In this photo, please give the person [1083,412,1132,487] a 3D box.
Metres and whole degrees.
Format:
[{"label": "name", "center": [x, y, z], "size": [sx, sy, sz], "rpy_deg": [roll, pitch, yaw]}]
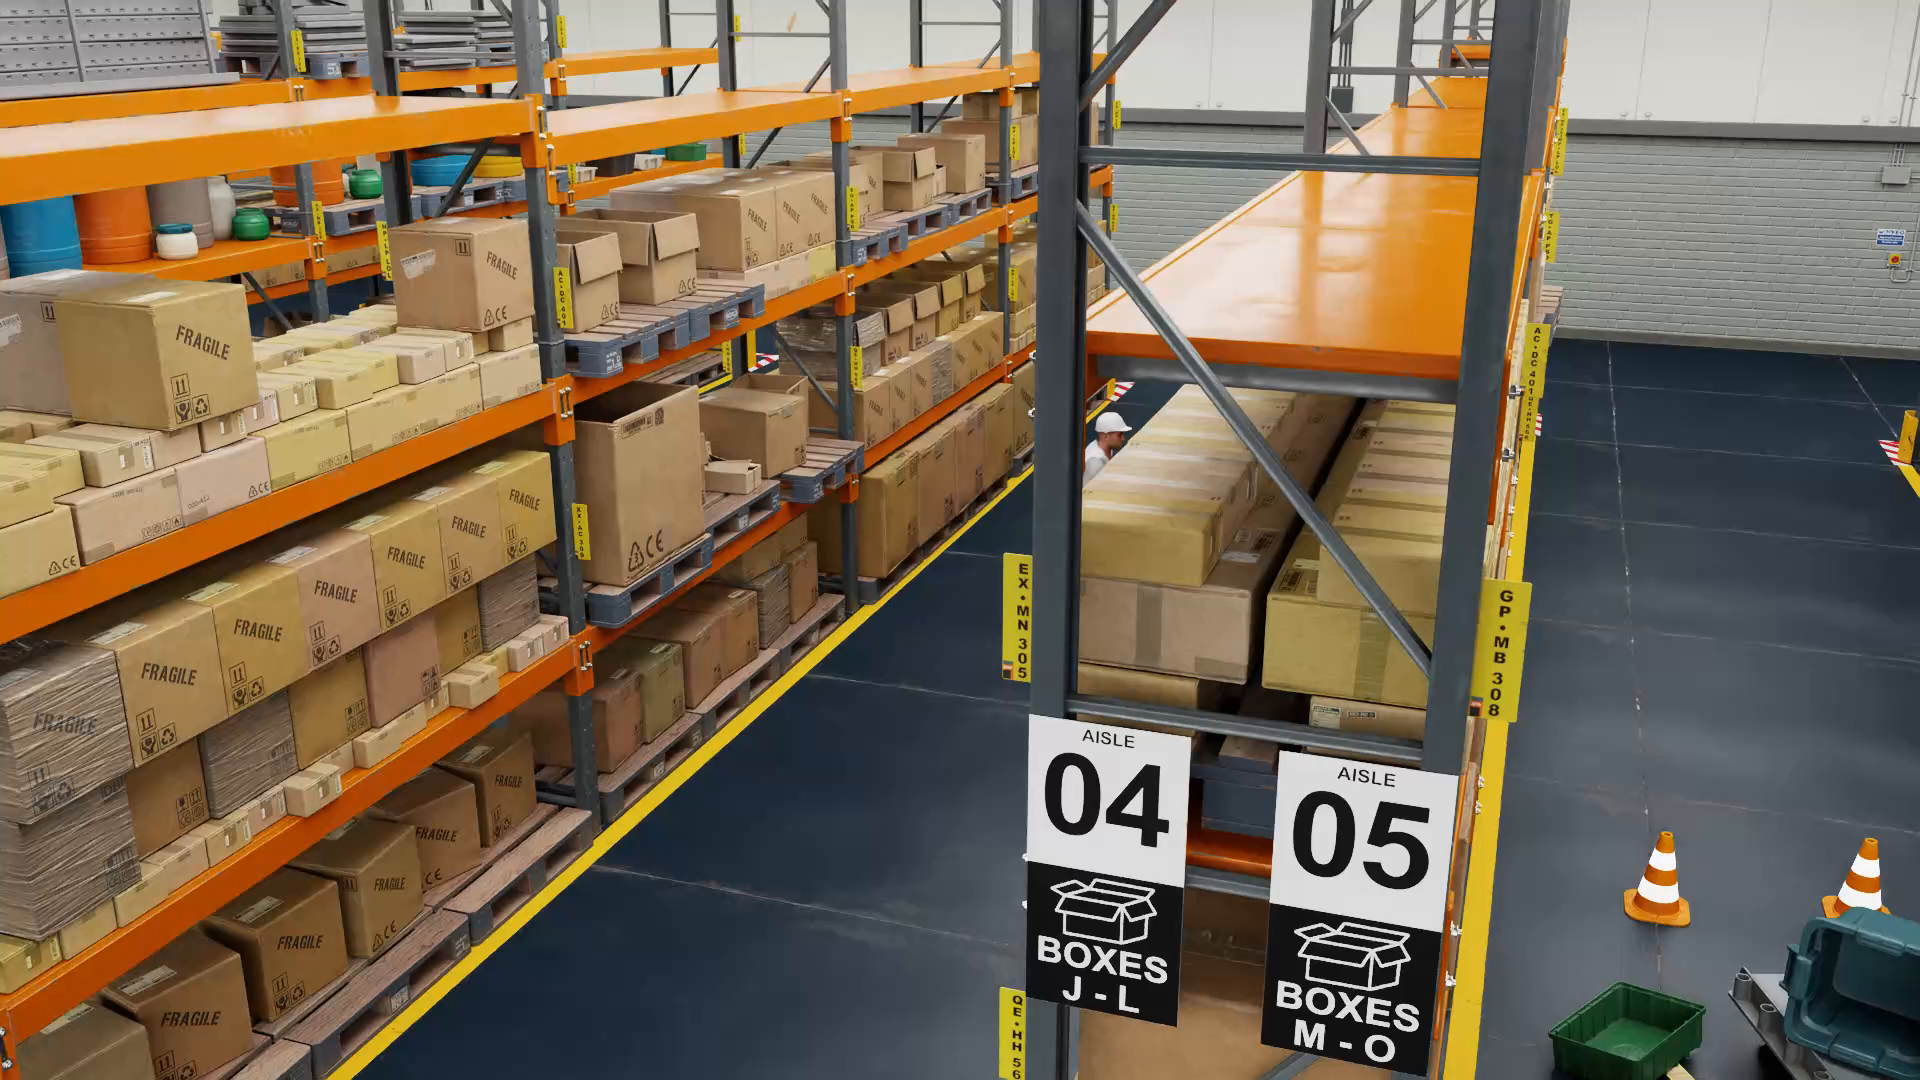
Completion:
[{"label": "person", "center": [1.085, -0.120, 12.894], "size": [0.446, 1.781, 0.623], "rpy_deg": [5, 19, 16]}]
